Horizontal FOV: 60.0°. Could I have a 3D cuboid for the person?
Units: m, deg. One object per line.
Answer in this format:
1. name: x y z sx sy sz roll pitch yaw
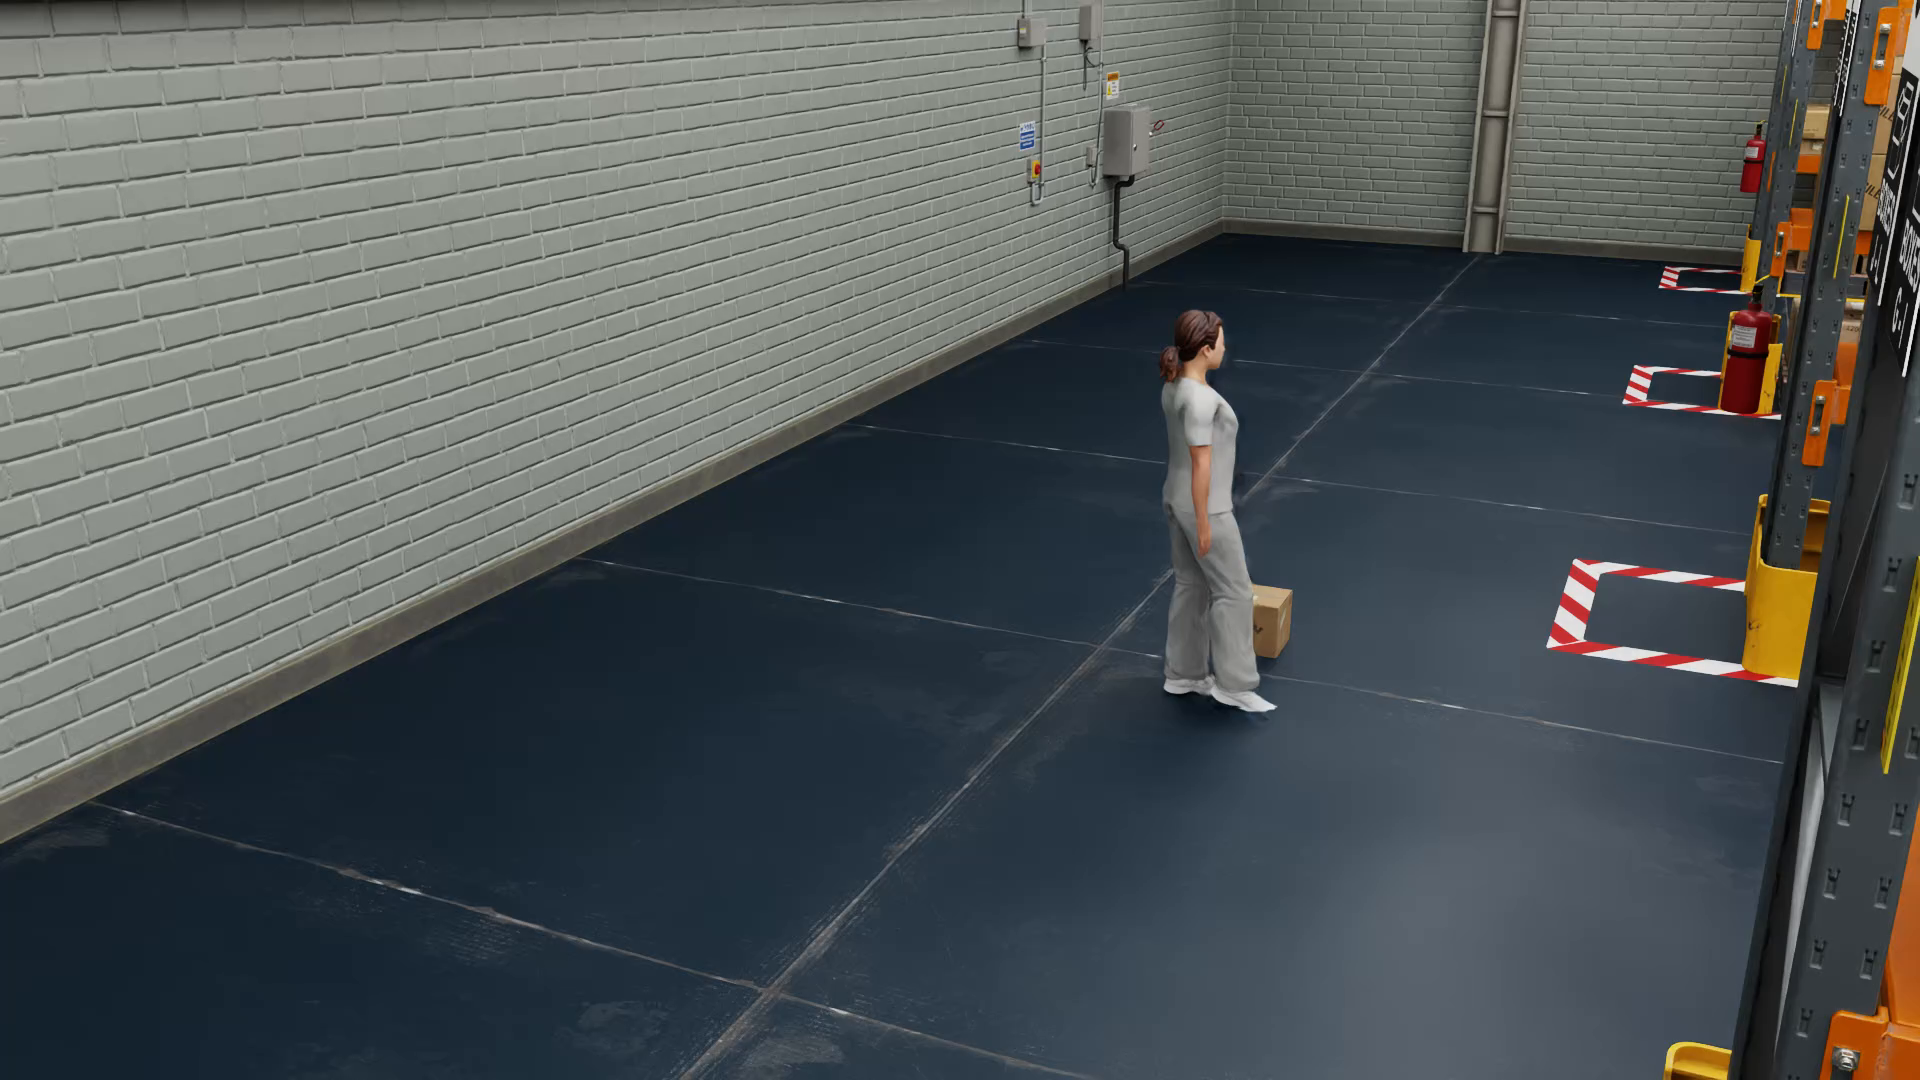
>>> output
1. person: 1.110 -0.127 6.944 0.610 1.690 0.440 -4 19 -11
